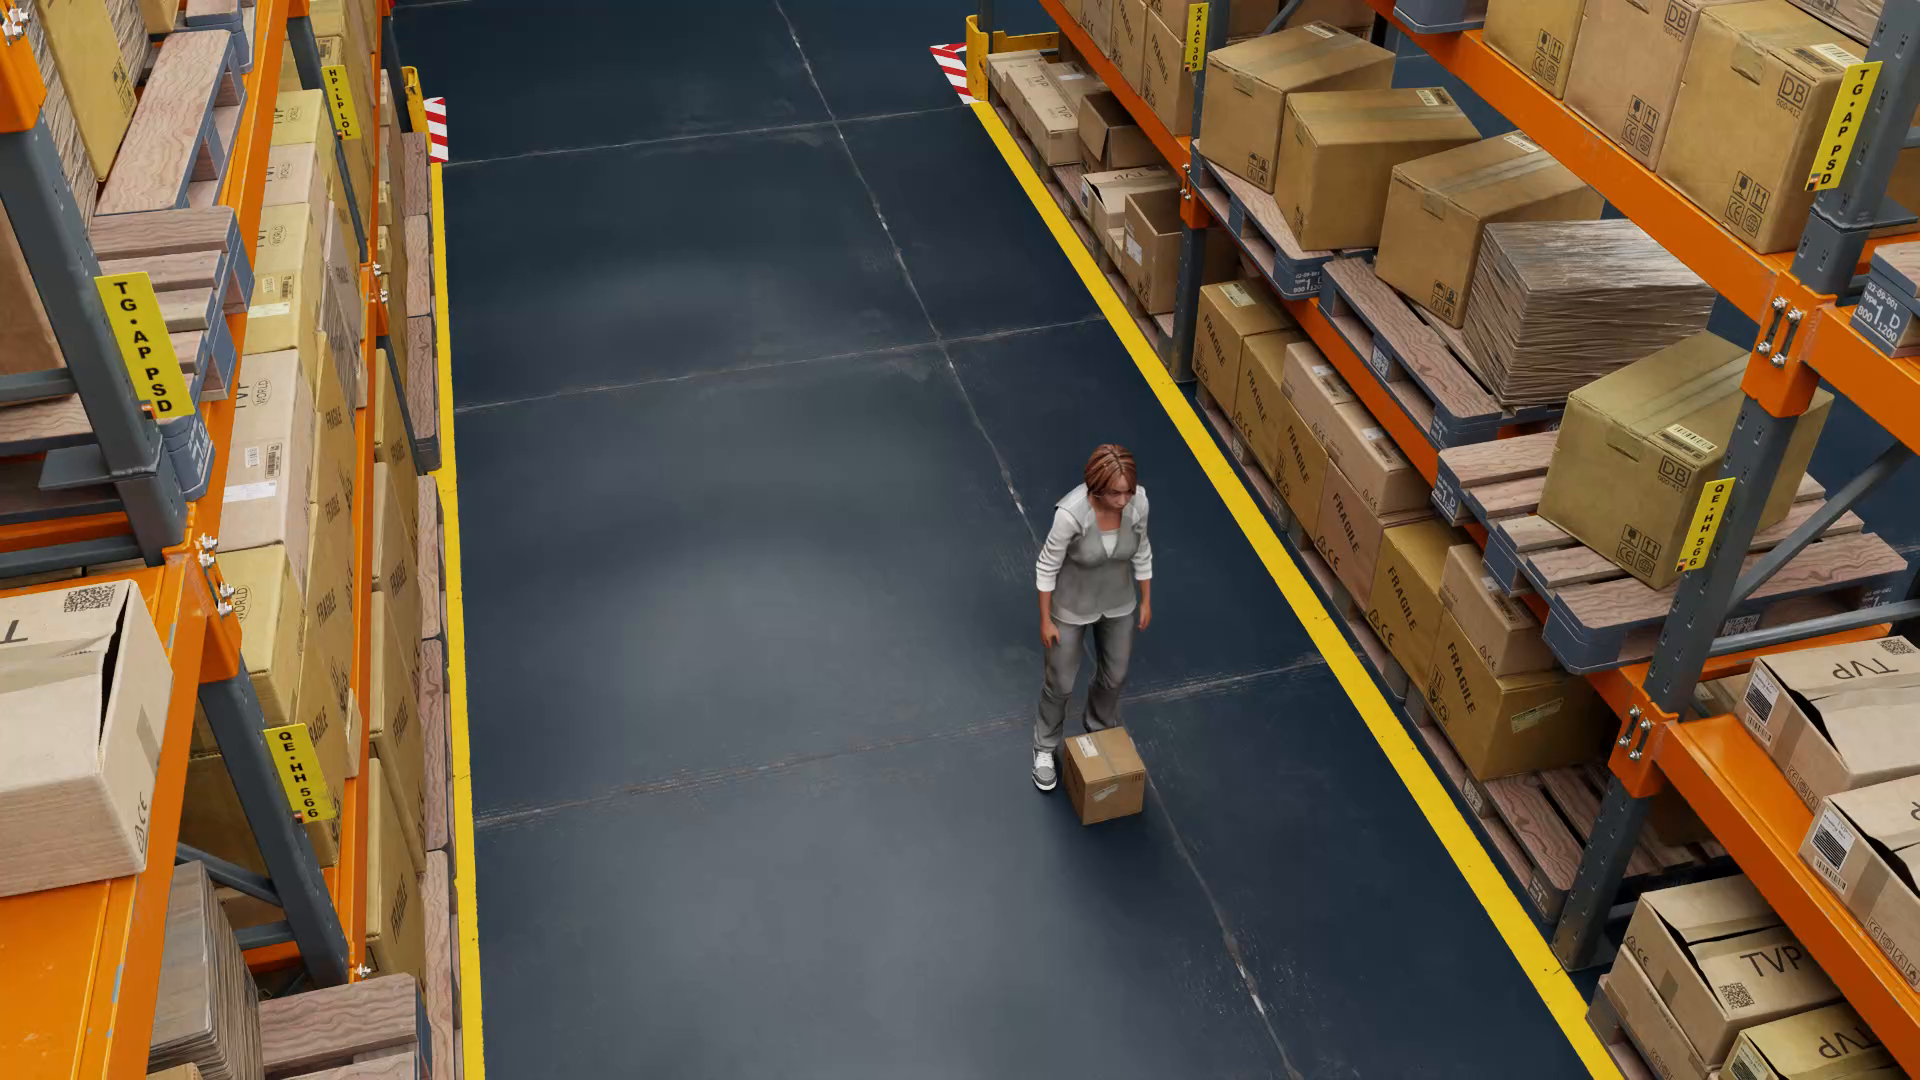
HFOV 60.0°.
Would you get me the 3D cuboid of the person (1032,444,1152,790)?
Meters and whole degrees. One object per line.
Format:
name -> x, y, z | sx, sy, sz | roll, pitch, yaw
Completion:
person -> 0.505, 0.272, 6.381 | 0.483, 1.594, 0.340 | -11, 40, -14
